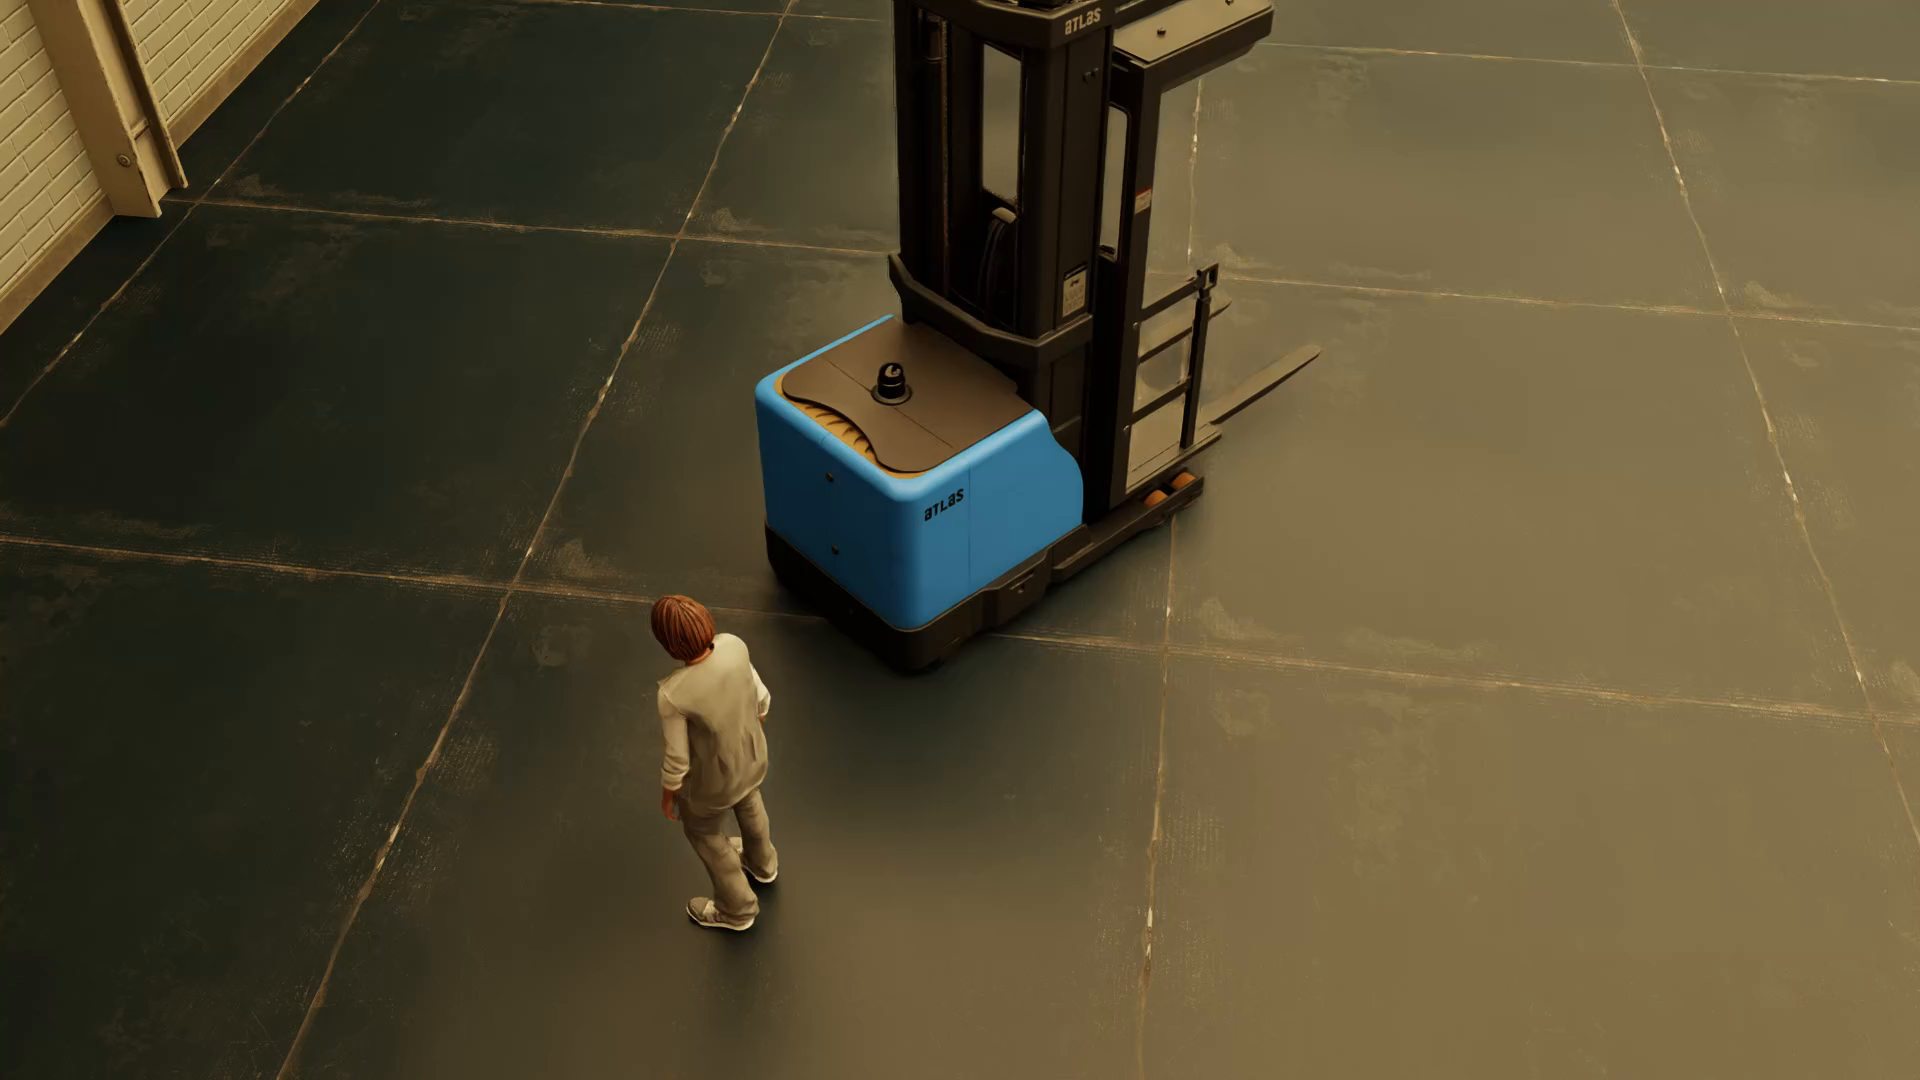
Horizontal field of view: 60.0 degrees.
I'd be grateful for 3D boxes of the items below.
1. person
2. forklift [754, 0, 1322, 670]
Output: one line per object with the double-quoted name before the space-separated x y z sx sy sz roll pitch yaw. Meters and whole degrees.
"person" -0.877 0.791 5.859 0.388 1.587 0.473 30 50 29
"forklift" 0.541 -1.386 7.233 3.031 2.935 1.130 -32 51 -30
